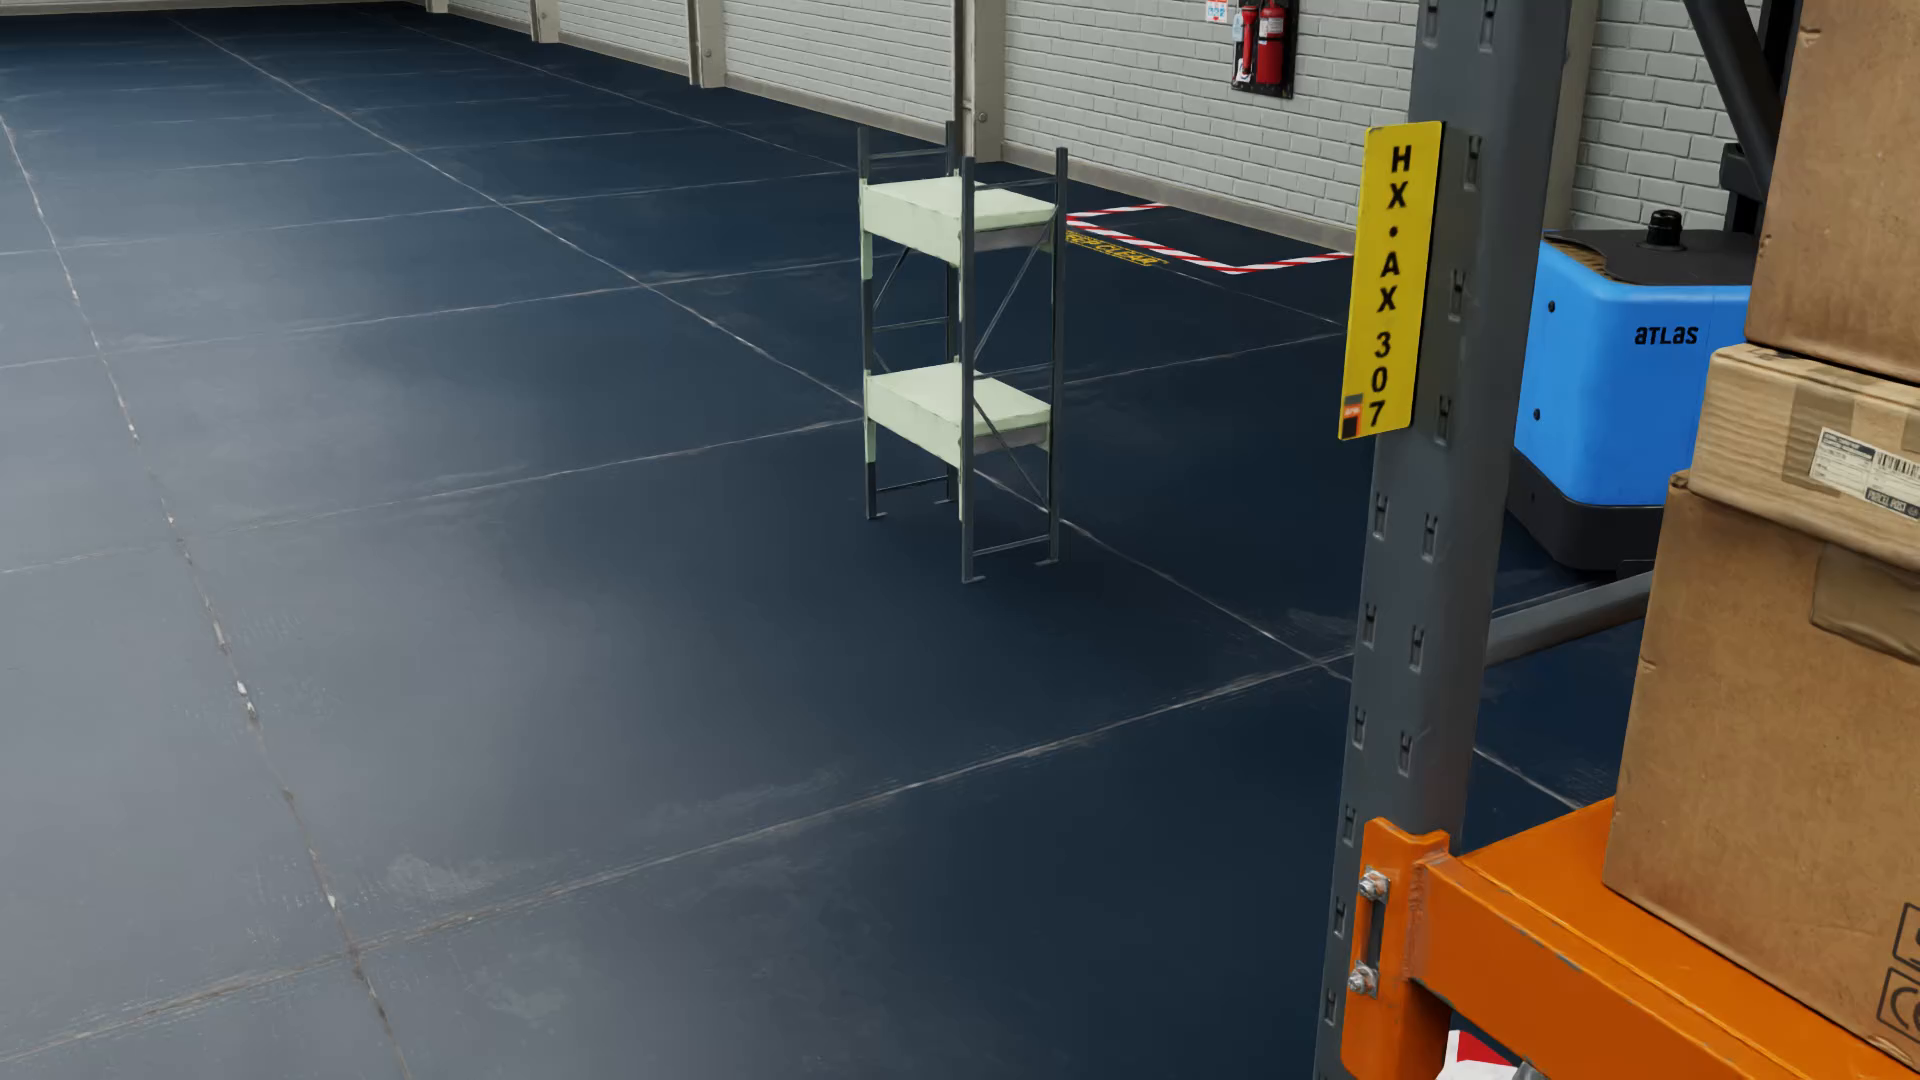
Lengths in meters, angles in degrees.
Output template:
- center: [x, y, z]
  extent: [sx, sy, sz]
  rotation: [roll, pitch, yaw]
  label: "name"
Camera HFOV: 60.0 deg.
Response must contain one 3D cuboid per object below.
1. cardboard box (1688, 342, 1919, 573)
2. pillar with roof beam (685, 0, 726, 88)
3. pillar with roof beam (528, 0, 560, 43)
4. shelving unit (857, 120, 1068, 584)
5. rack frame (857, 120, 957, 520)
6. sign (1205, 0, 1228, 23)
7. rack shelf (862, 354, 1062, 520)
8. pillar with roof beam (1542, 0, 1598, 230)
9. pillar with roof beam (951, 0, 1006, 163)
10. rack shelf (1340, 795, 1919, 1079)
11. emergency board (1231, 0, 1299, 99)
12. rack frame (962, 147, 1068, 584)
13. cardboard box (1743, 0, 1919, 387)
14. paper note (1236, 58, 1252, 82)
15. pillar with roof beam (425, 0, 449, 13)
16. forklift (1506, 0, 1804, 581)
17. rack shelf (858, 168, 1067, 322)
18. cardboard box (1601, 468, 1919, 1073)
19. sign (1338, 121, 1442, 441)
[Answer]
- center: [0.941, -0.111, 1.607]
  extent: [0.380, 0.149, 0.250]
  rotation: [-13, 25, -29]
  label: "cardboard box"
- center: [-6.612, -8.605, 15.530]
  extent: [9.100, 9.000, 0.400]
  rotation: [-13, 25, -28]
  label: "pillar with roof beam"
- center: [-9.677, -10.547, 20.309]
  extent: [9.100, 9.000, 0.400]
  rotation: [-13, 25, -28]
  label: "pillar with roof beam"
- center: [-0.003, -0.697, 6.034]
  extent: [0.431, 1.500, 0.755]
  rotation: [-13, 25, -28]
  label: "shelving unit"
- center: [-0.190, -0.815, 6.326]
  extent: [0.400, 1.500, 0.023]
  rotation: [-13, 25, -28]
  label: "rack frame"
- center: [1.795, -3.792, 11.609]
  extent: [0.001, 0.329, 0.234]
  rotation: [-13, 25, -28]
  label: "sign"
- center: [-0.003, -0.395, 6.157]
  extent: [0.431, 0.370, 0.720]
  rotation: [-13, 25, -28]
  label: "rack shelf"
- center: [-0.482, -4.720, 5.973]
  extent: [9.100, 9.000, 0.400]
  rotation: [-13, 25, -28]
  label: "pillar with roof beam"
- center: [-3.547, -6.662, 10.752]
  extent: [9.100, 9.000, 0.400]
  rotation: [-13, 25, -28]
  label: "pillar with roof beam"
- center: [1.947, 1.048, 0.705]
  extent: [1.077, 0.370, 4.000]
  rotation: [-13, 25, -28]
  label: "rack shelf"
- center: [1.989, -3.576, 11.126]
  extent: [0.194, 1.169, 0.643]
  rotation: [-13, 25, -28]
  label: "emergency board"
- center: [0.184, -0.578, 5.743]
  extent: [0.400, 1.500, 0.023]
  rotation: [-13, 25, -28]
  label: "rack frame"
- center: [1.180, -0.409, 1.480]
  extent: [0.700, 0.500, 0.500]
  rotation: [-13, 25, -28]
  label: "cardboard box"
- center: [1.958, -3.239, 11.466]
  extent: [0.016, 0.148, 0.142]
  rotation: [-13, 25, -28]
  label: "paper note"
- center: [-12.742, -12.489, 25.087]
  extent: [9.100, 9.000, 0.400]
  rotation: [-13, 25, -28]
  label: "pillar with roof beam"
- center: [3.629, -1.393, 5.847]
  extent: [3.031, 2.935, 1.130]
  rotation: [-1, 22, -1]
  label: "forklift"
- center: [-0.003, -1.058, 5.887]
  extent: [0.431, 0.370, 0.720]
  rotation: [-13, 25, -28]
  label: "rack shelf"
- center: [1.153, 0.174, 1.766]
  extent: [0.700, 0.500, 0.500]
  rotation: [-13, 25, -28]
  label: "cardboard box"
- center: [0.445, -0.266, 1.727]
  extent: [0.100, 0.325, 0.005]
  rotation: [-13, 25, -28]
  label: "sign"
